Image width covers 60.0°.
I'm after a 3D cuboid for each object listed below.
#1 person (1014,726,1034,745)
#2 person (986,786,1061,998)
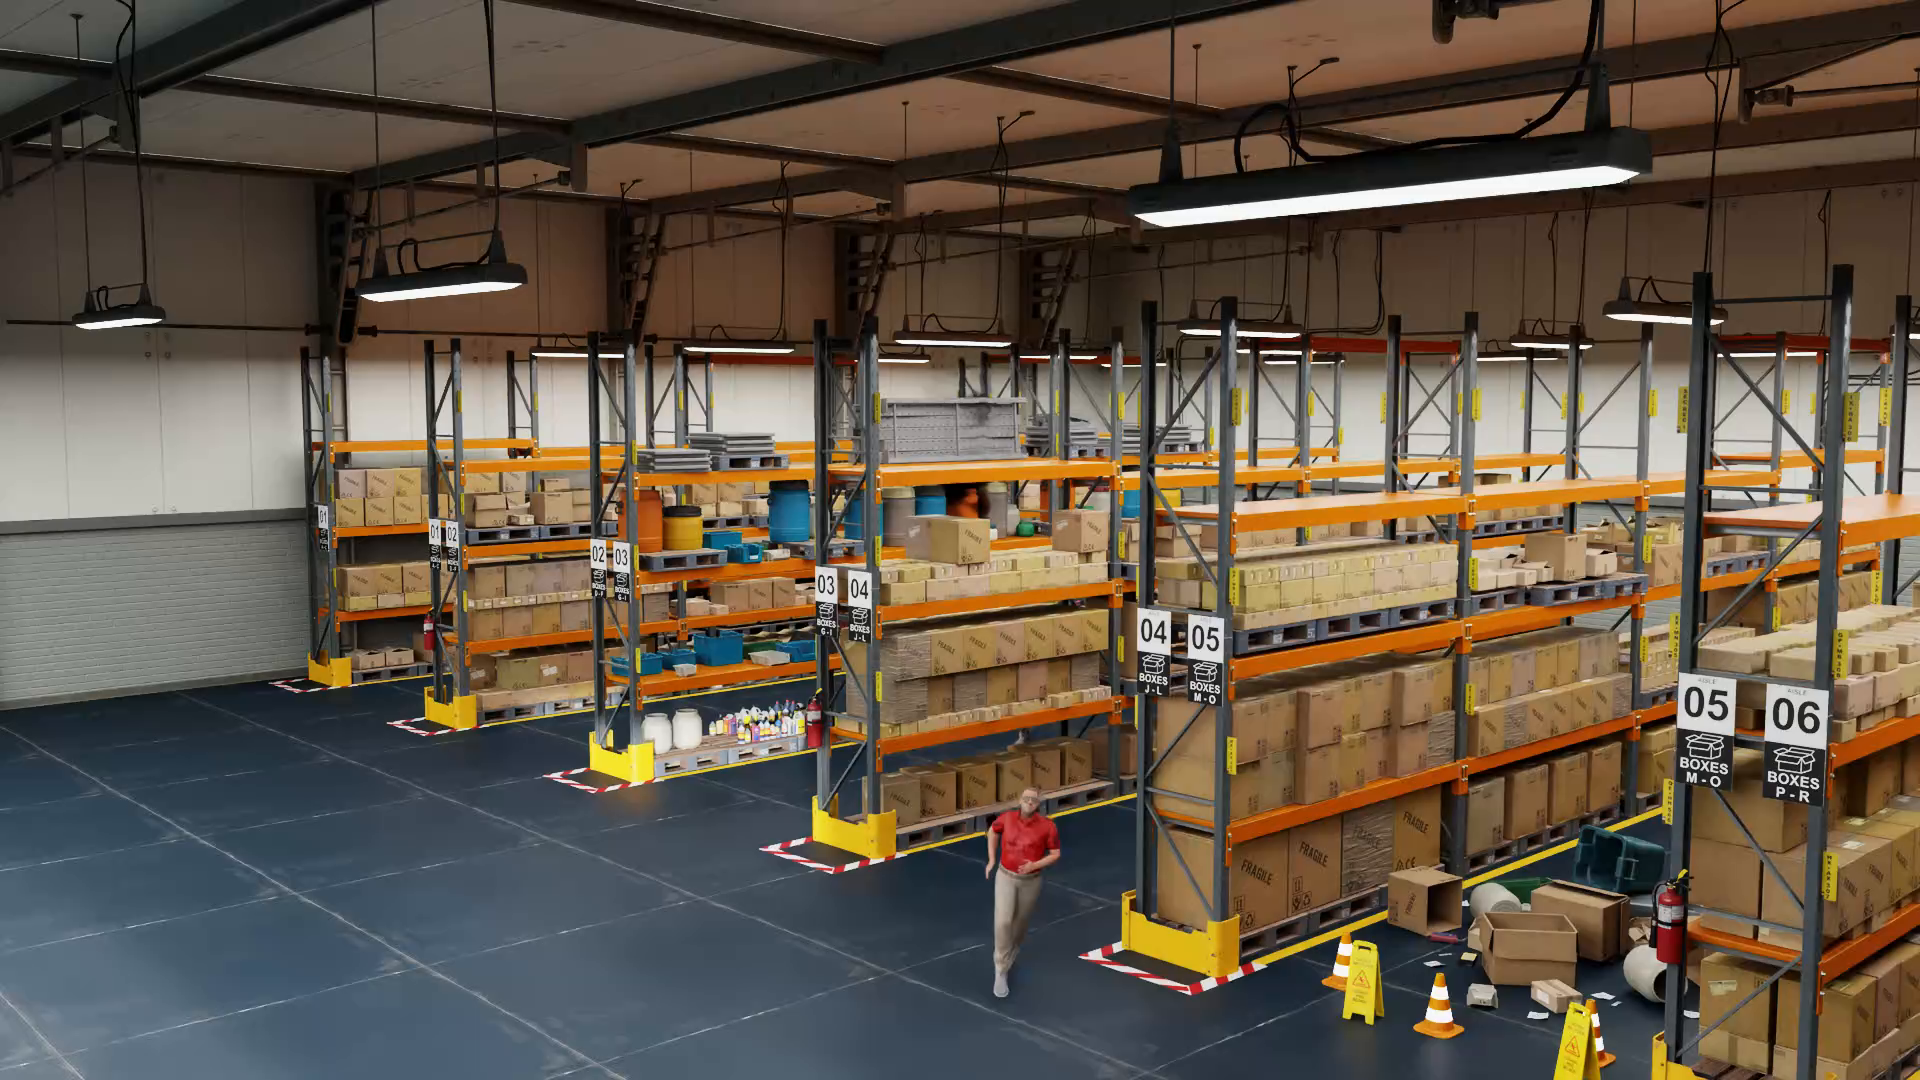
[{"bbox_3d":[0.942,1.978,23.189,0.647,1.739,0.637,4,6,38],"label":"person"},{"bbox_3d":[0.550,3.026,14.587,0.666,1.724,0.906,0,5,4],"label":"person"}]
